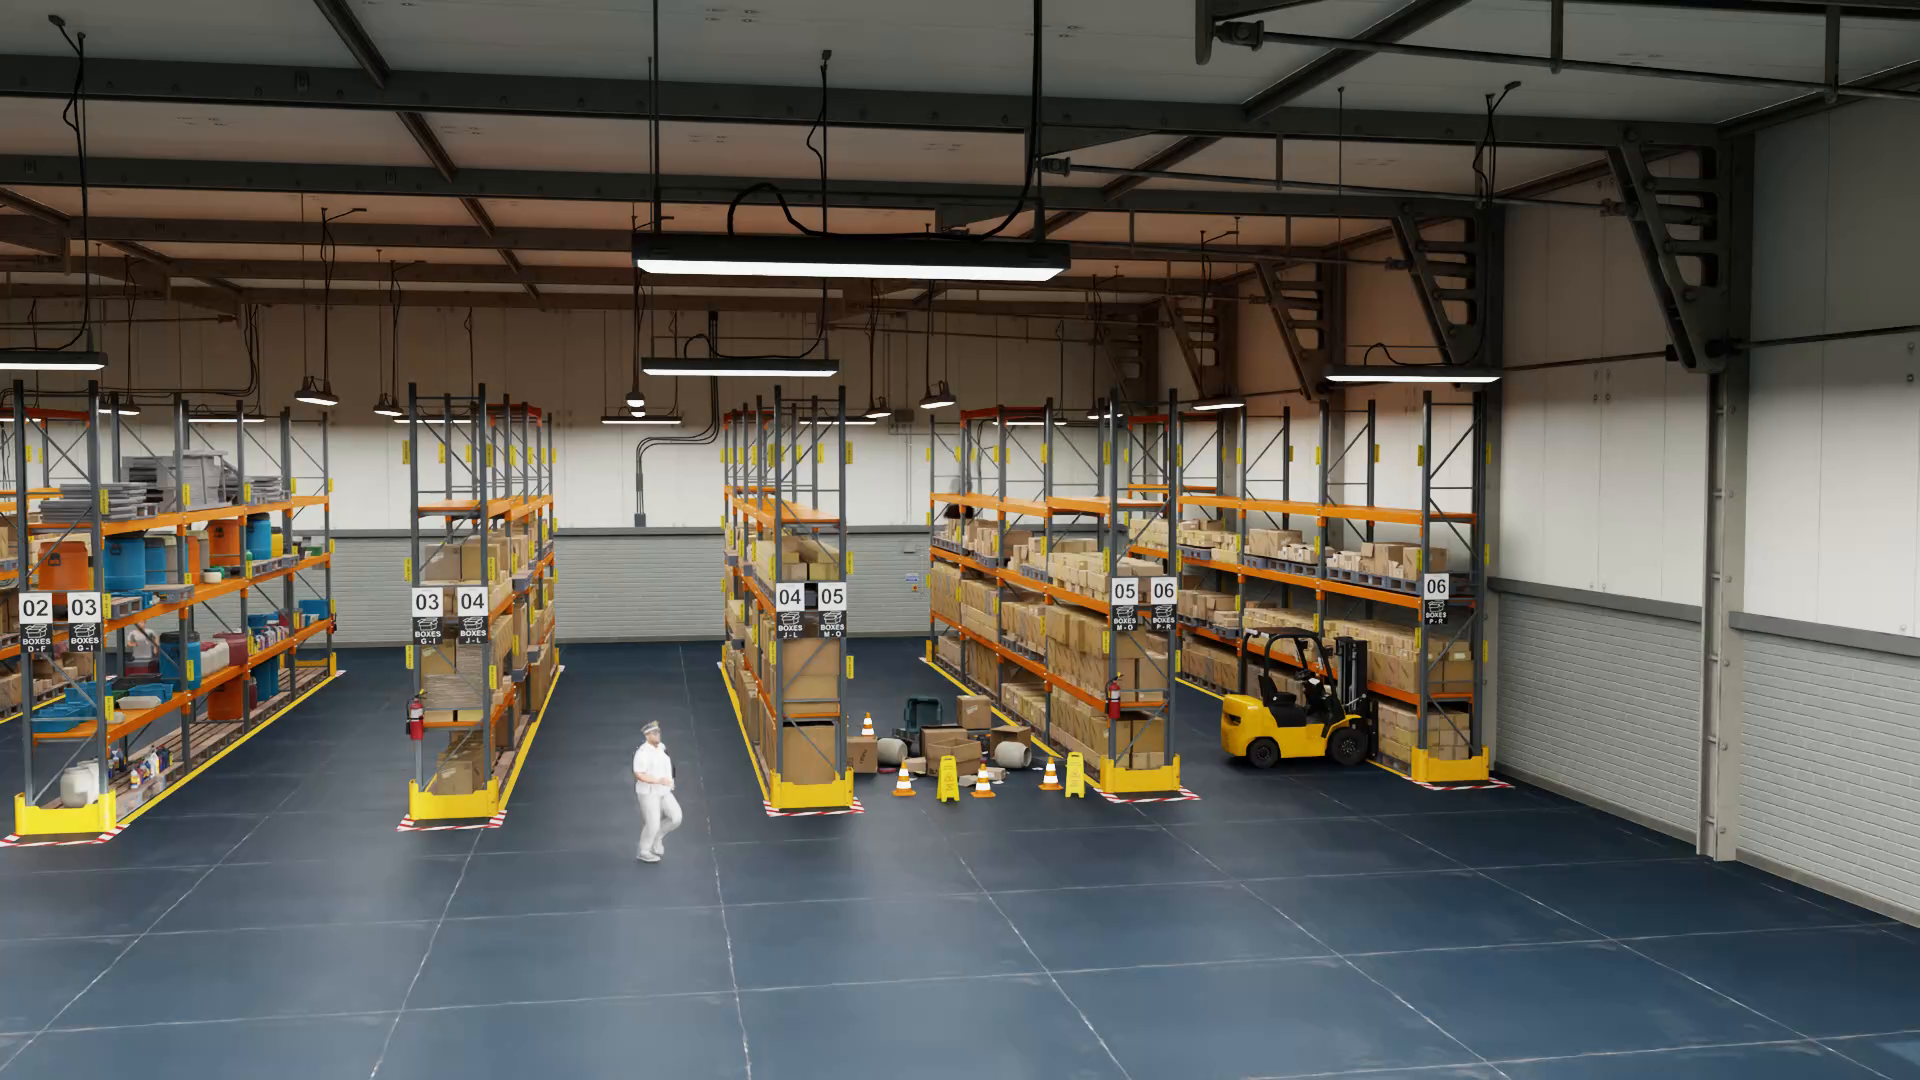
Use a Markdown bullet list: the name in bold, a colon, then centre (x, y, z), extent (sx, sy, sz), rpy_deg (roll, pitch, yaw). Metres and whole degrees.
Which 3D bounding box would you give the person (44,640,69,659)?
- **person**: centre (-20.594, 2.279, 37.876), extent (0.566, 1.630, 0.582), rpy_deg (0, 3, -9)

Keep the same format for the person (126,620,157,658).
- **person**: centre (-16.774, 2.417, 34.098), extent (0.543, 1.697, 0.909), rpy_deg (-1, 3, -20)

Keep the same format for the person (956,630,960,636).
- **person**: centre (0.112, 2.057, 41.850), extent (0.921, 1.635, 0.662), rpy_deg (2, 3, 32)

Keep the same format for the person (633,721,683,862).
- **person**: centre (-3.700, 3.090, 20.460), extent (0.616, 1.729, 0.679), rpy_deg (2, 3, 30)
